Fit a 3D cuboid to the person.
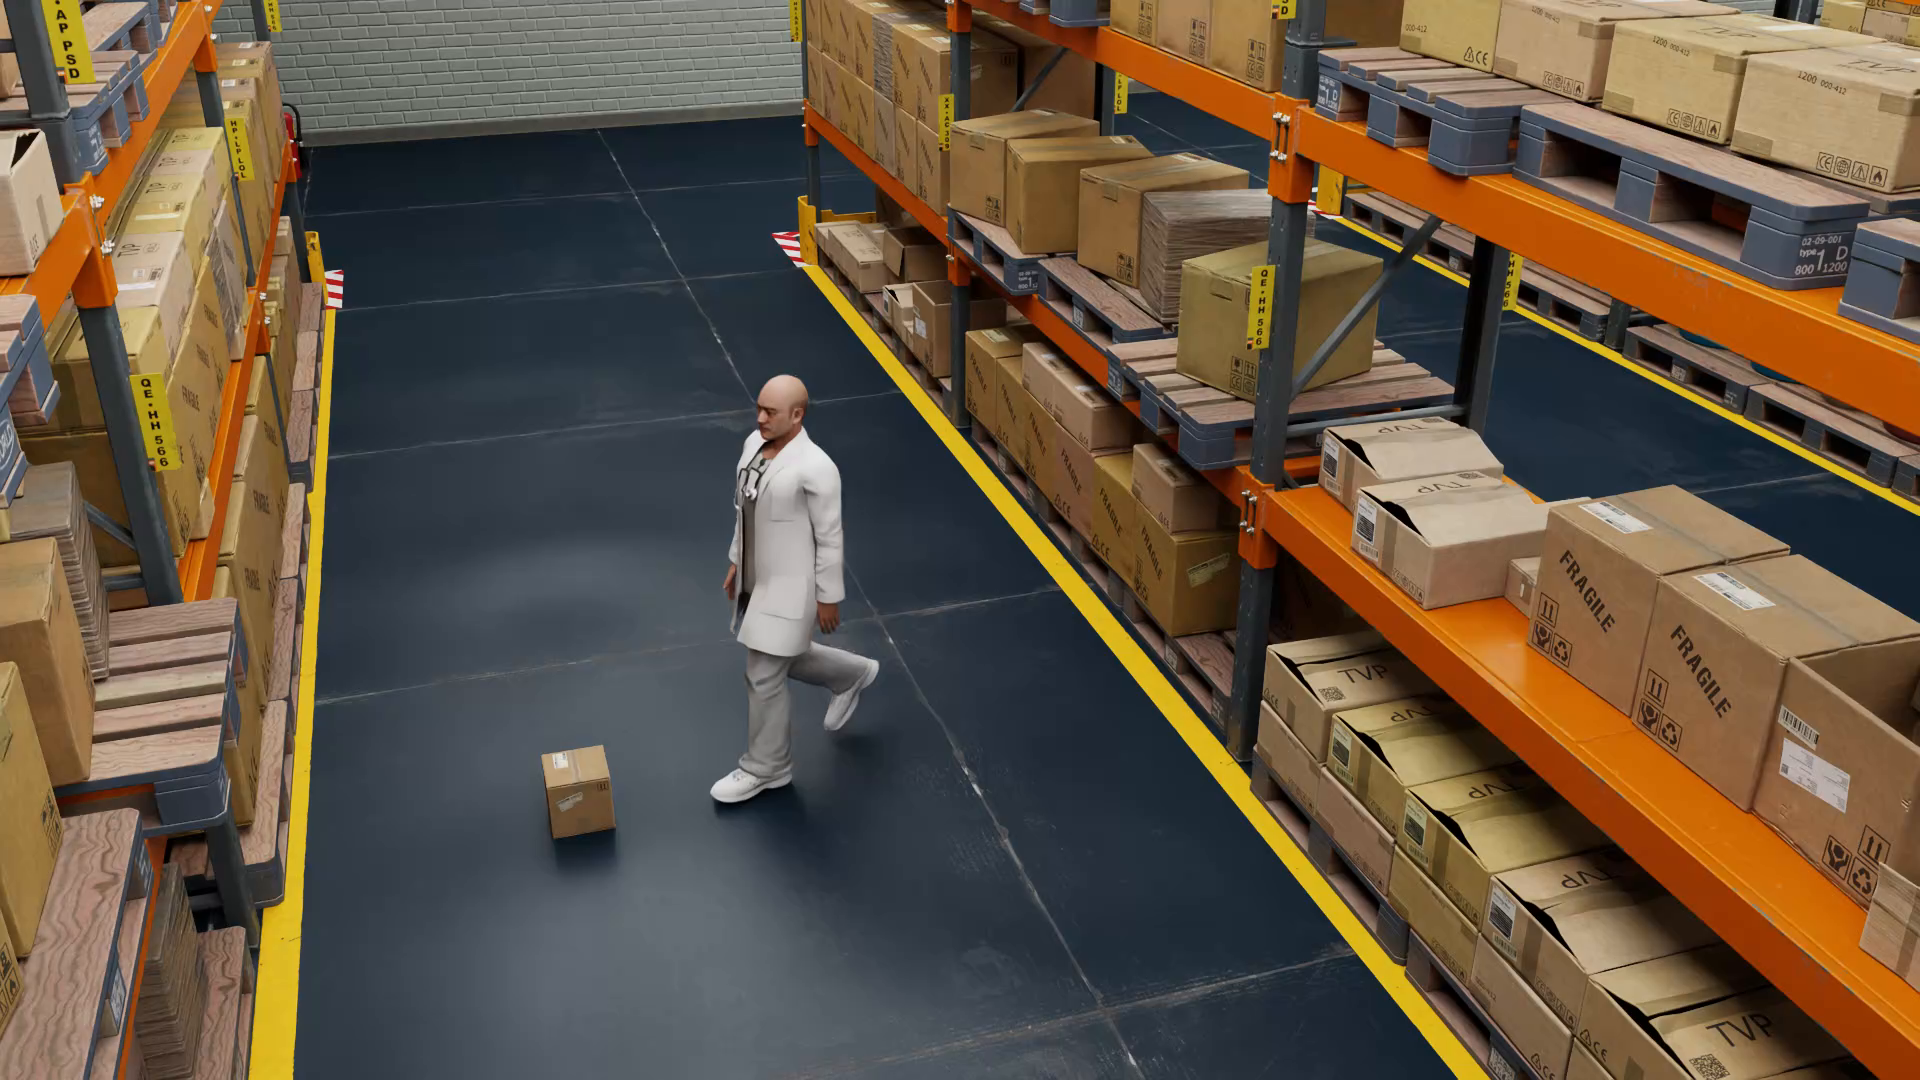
[{"bbox_3d":[-0.709,0.154,6.803,0.915,1.752,0.589,-17,31,-30],"label":"person"}]
